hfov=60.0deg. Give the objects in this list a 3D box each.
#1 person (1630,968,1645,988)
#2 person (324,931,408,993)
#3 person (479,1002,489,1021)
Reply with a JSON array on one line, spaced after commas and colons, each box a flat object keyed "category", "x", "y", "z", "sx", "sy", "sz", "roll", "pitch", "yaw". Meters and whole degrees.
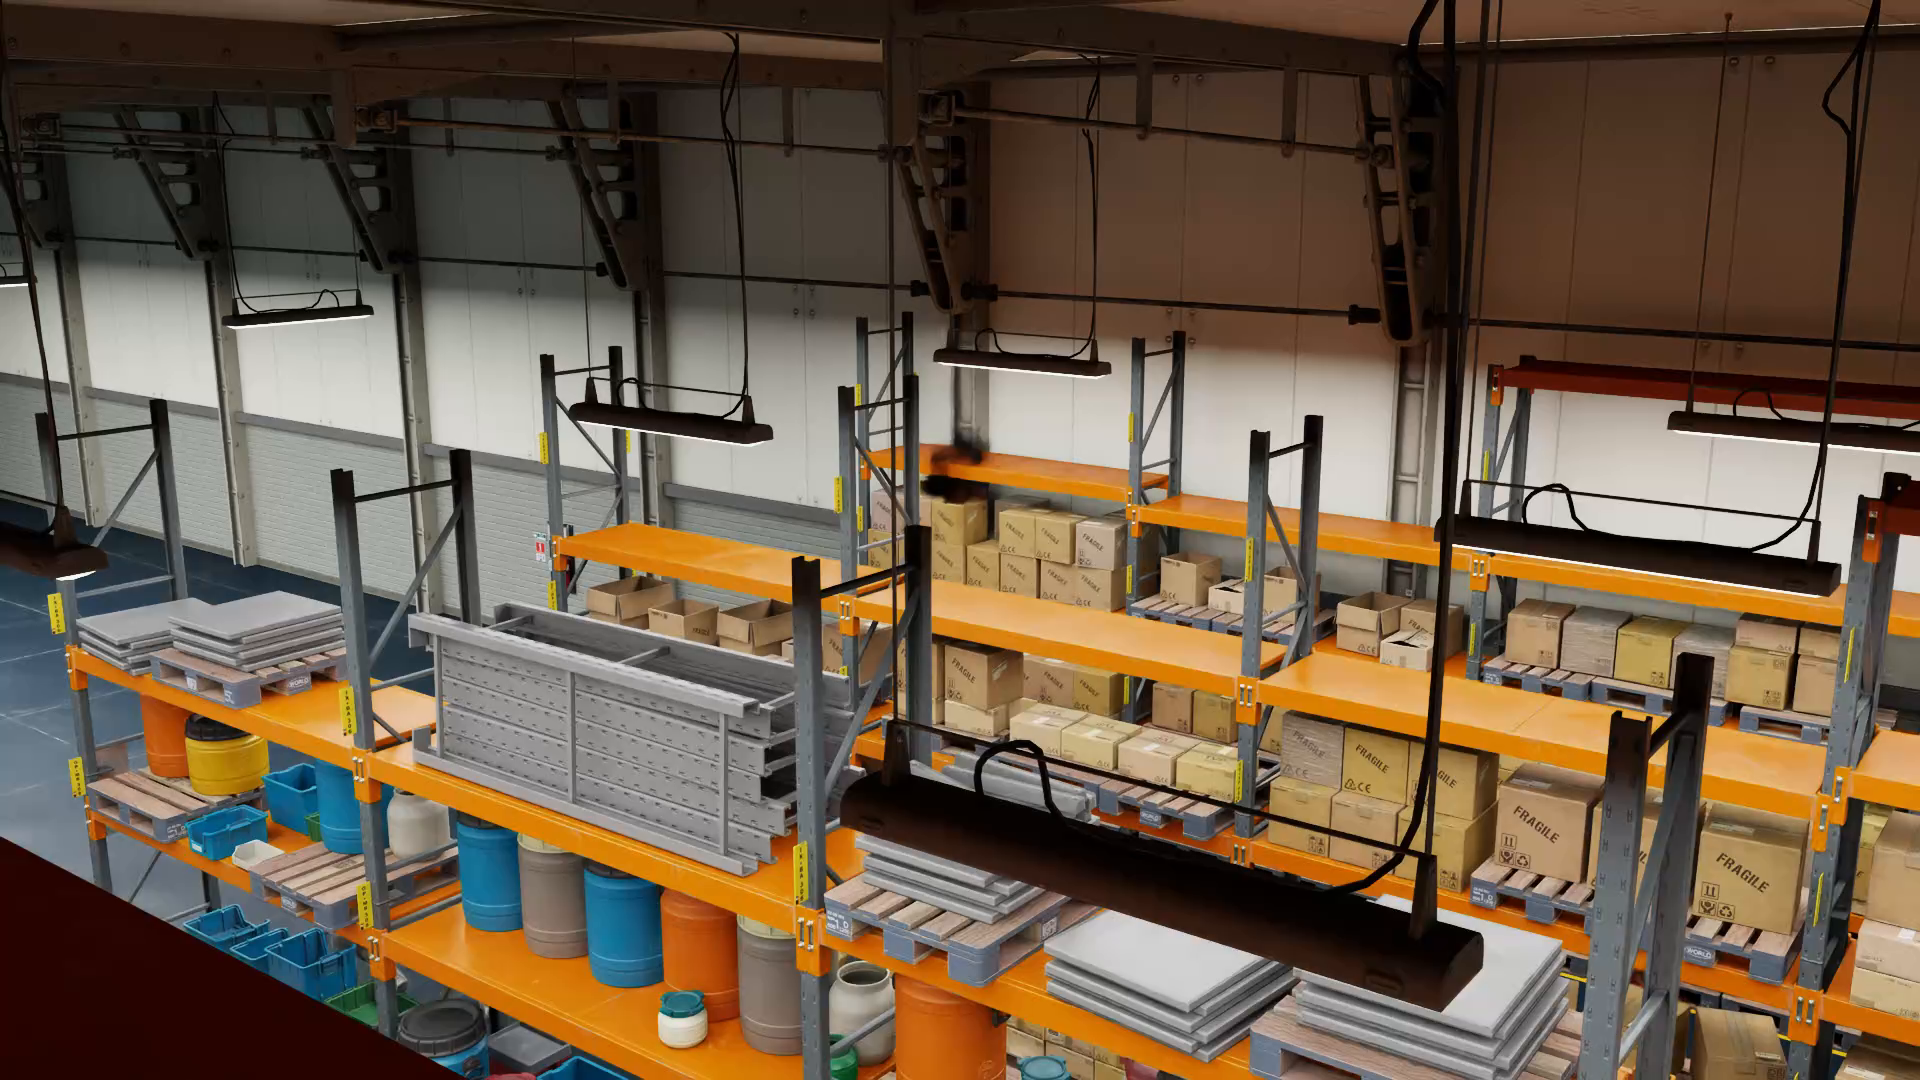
[{"category": "person", "x": 5.477, "y": 4.167, "z": 13.552, "sx": 0.636, "sy": 1.682, "sz": 0.662, "roll": 8, "pitch": 15, "yaw": 32}, {"category": "person", "x": -5.764, "y": 3.651, "z": 15.701, "sx": 0.802, "sy": 1.735, "sz": 0.758, "roll": 7, "pitch": 15, "yaw": 26}, {"category": "person", "x": -4.229, "y": 3.768, "z": 15.411, "sx": 0.828, "sy": 1.703, "sz": 0.626, "roll": 6, "pitch": 14, "yaw": 25}]
